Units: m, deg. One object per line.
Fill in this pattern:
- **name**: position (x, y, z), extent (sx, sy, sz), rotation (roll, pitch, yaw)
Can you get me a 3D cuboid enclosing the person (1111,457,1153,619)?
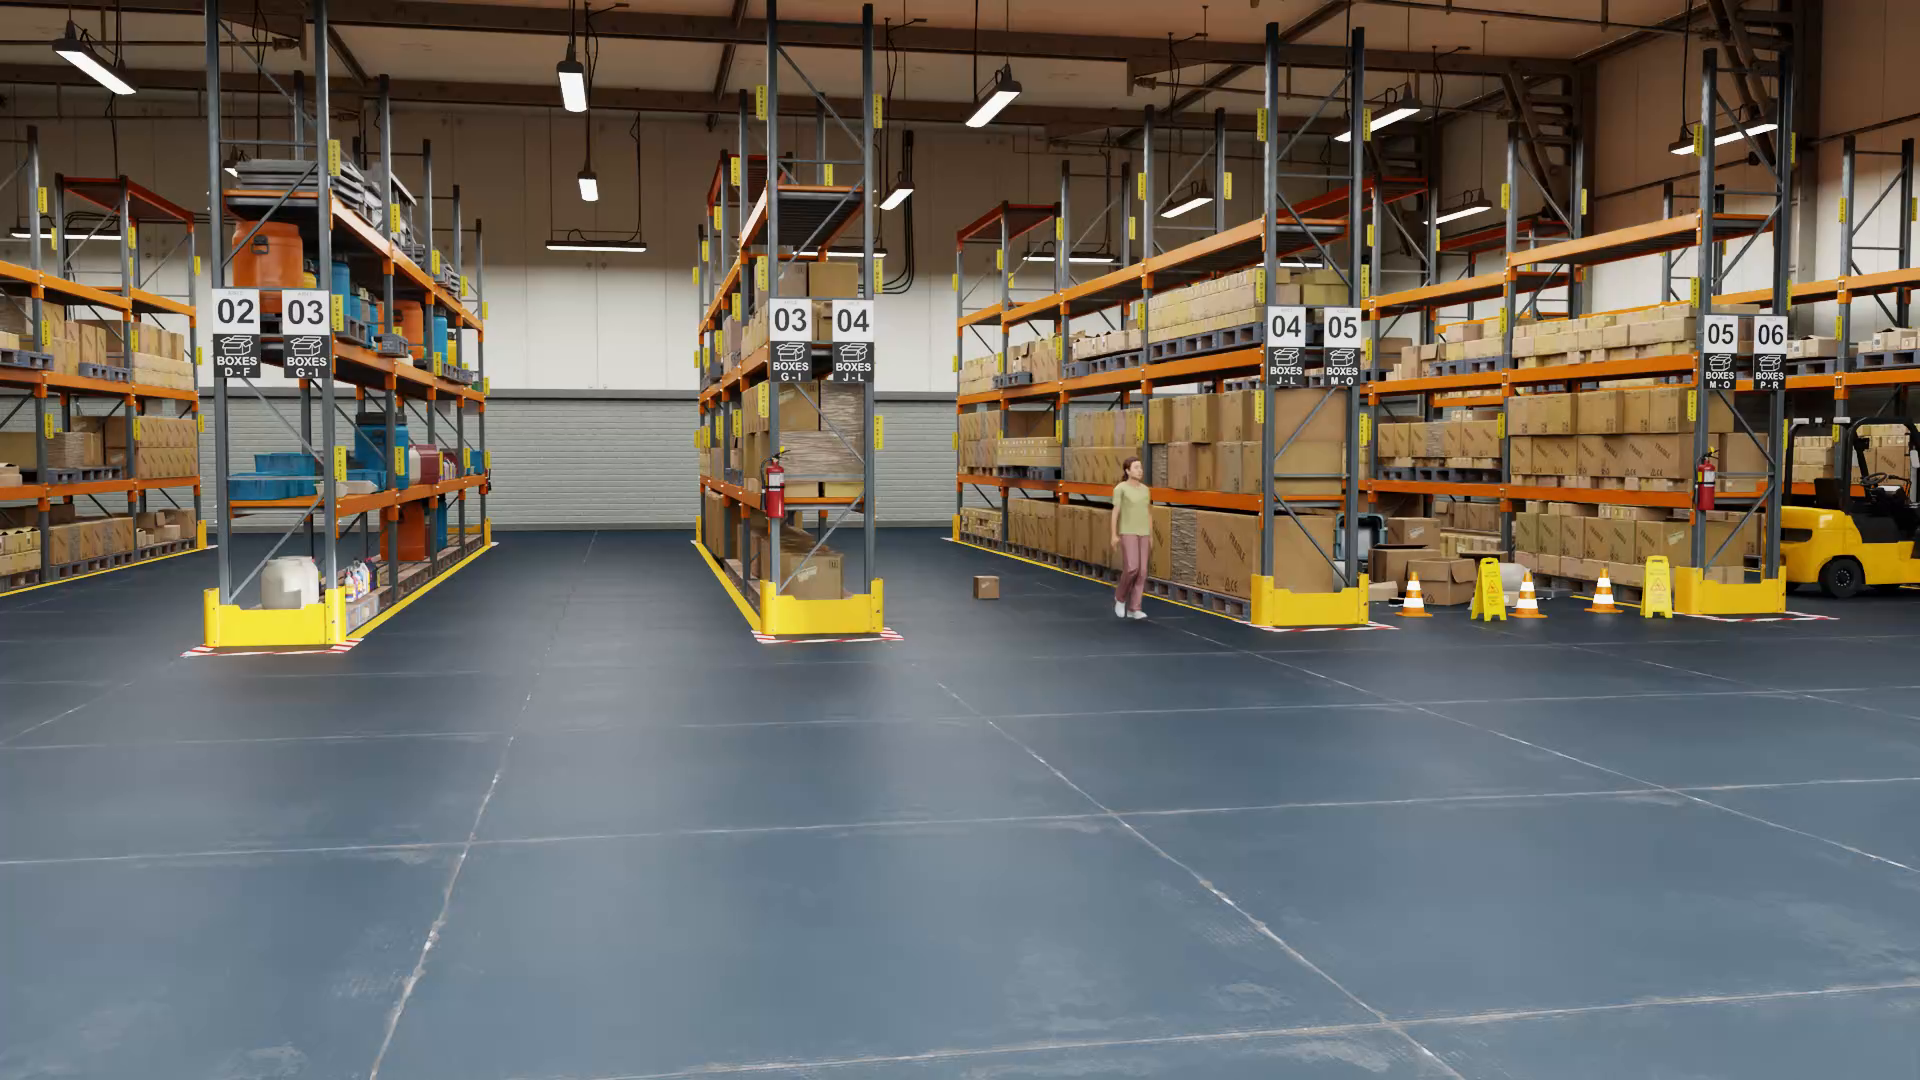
- **person**: position (1.799, -0.021, 17.071), extent (0.471, 1.659, 0.456), rotation (-2, 3, -27)
